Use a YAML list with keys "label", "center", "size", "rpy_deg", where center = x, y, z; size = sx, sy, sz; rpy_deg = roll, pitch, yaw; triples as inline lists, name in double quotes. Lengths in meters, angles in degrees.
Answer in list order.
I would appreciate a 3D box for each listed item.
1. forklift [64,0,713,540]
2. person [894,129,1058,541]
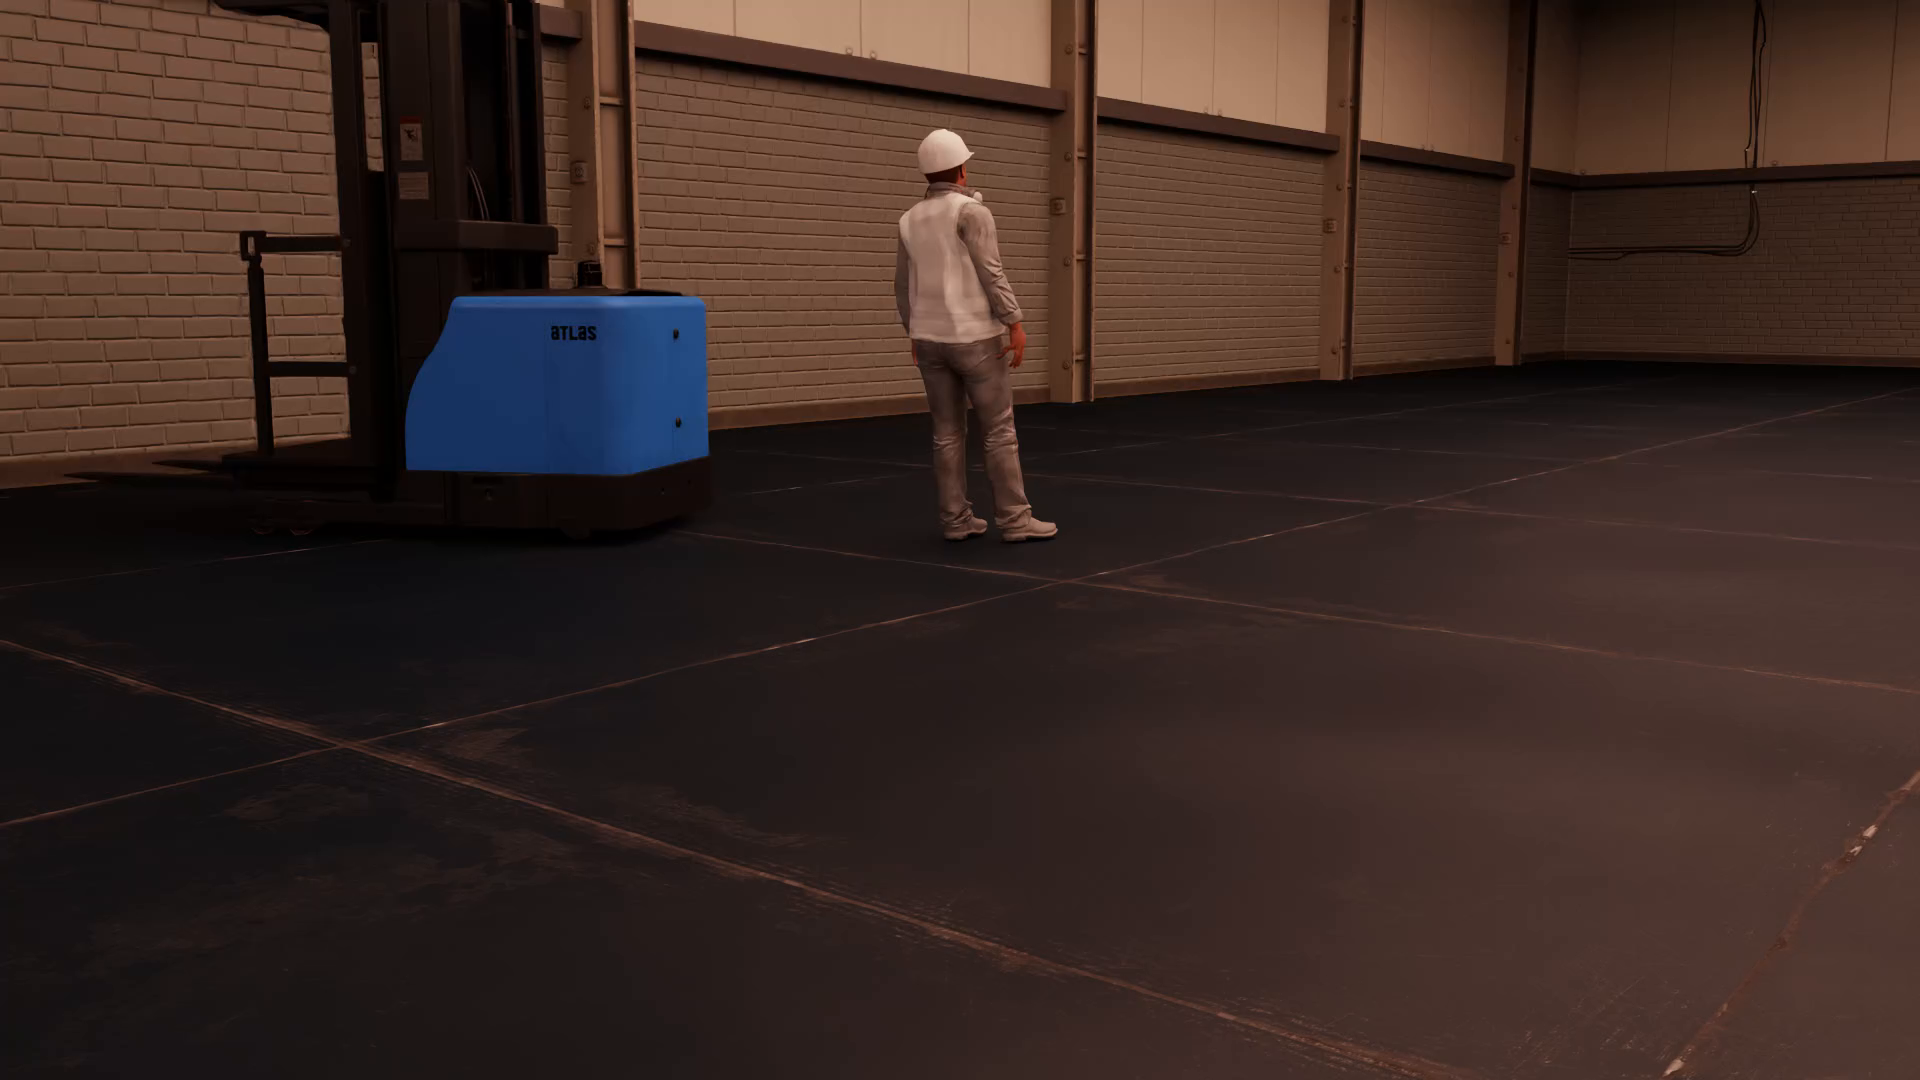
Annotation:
- label: "forklift"
  center: [-2.774, -1.540, 7.803]
  size: [3.031, 2.935, 1.130]
  rpy_deg: [2, 9, 13]
- label: "person"
  center: [0.048, -0.891, 7.316]
  size: [0.624, 1.774, 0.568]
  rpy_deg: [7, 11, 38]
